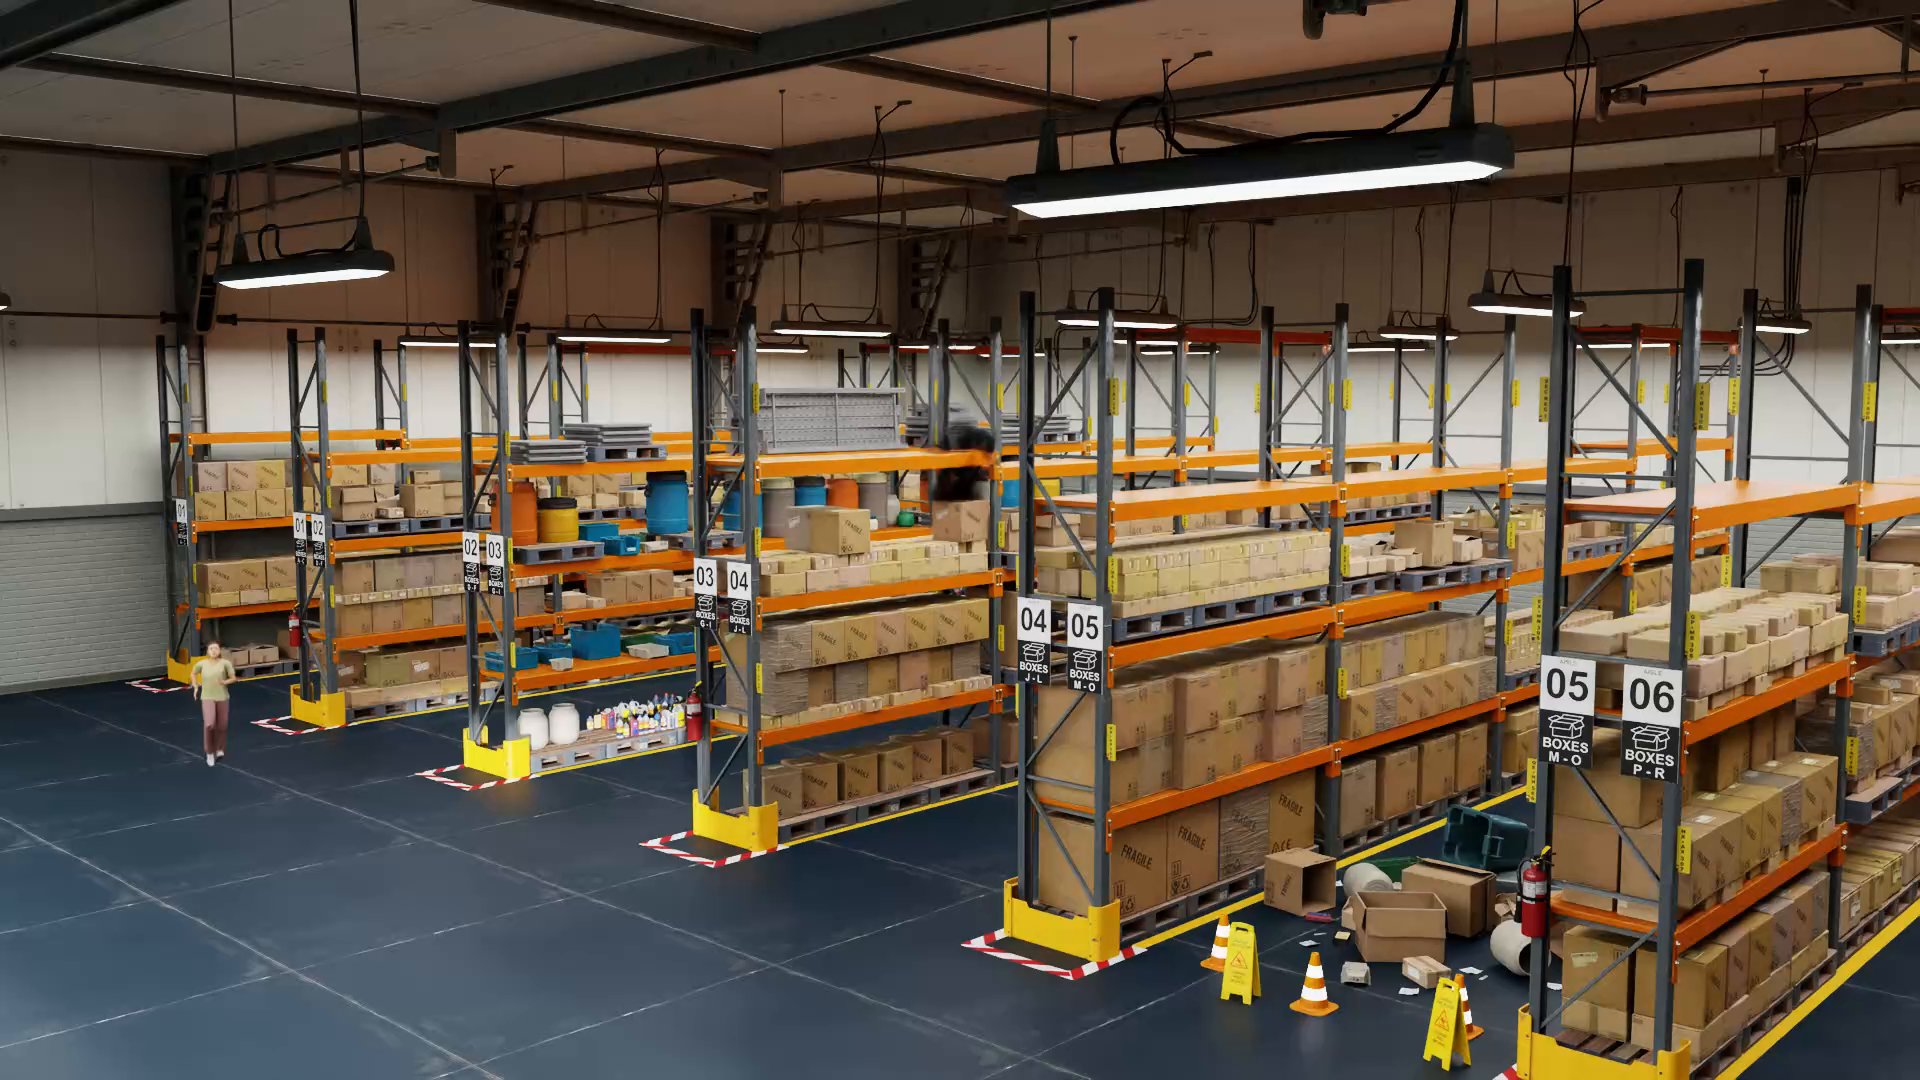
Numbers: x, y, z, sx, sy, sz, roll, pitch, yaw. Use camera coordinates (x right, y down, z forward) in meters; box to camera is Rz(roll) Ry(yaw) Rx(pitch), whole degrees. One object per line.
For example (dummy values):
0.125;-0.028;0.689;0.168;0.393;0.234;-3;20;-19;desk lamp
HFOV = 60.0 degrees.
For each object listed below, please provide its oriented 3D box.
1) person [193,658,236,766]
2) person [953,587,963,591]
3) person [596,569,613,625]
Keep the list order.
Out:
-10.149;2.331;22.693;0.514;1.452;0.660;-3;6;-28;person
0.092;1.389;31.205;0.590;1.717;0.824;5;7;41;person
-6.804;1.315;31.986;0.562;1.719;0.857;4;7;39;person
